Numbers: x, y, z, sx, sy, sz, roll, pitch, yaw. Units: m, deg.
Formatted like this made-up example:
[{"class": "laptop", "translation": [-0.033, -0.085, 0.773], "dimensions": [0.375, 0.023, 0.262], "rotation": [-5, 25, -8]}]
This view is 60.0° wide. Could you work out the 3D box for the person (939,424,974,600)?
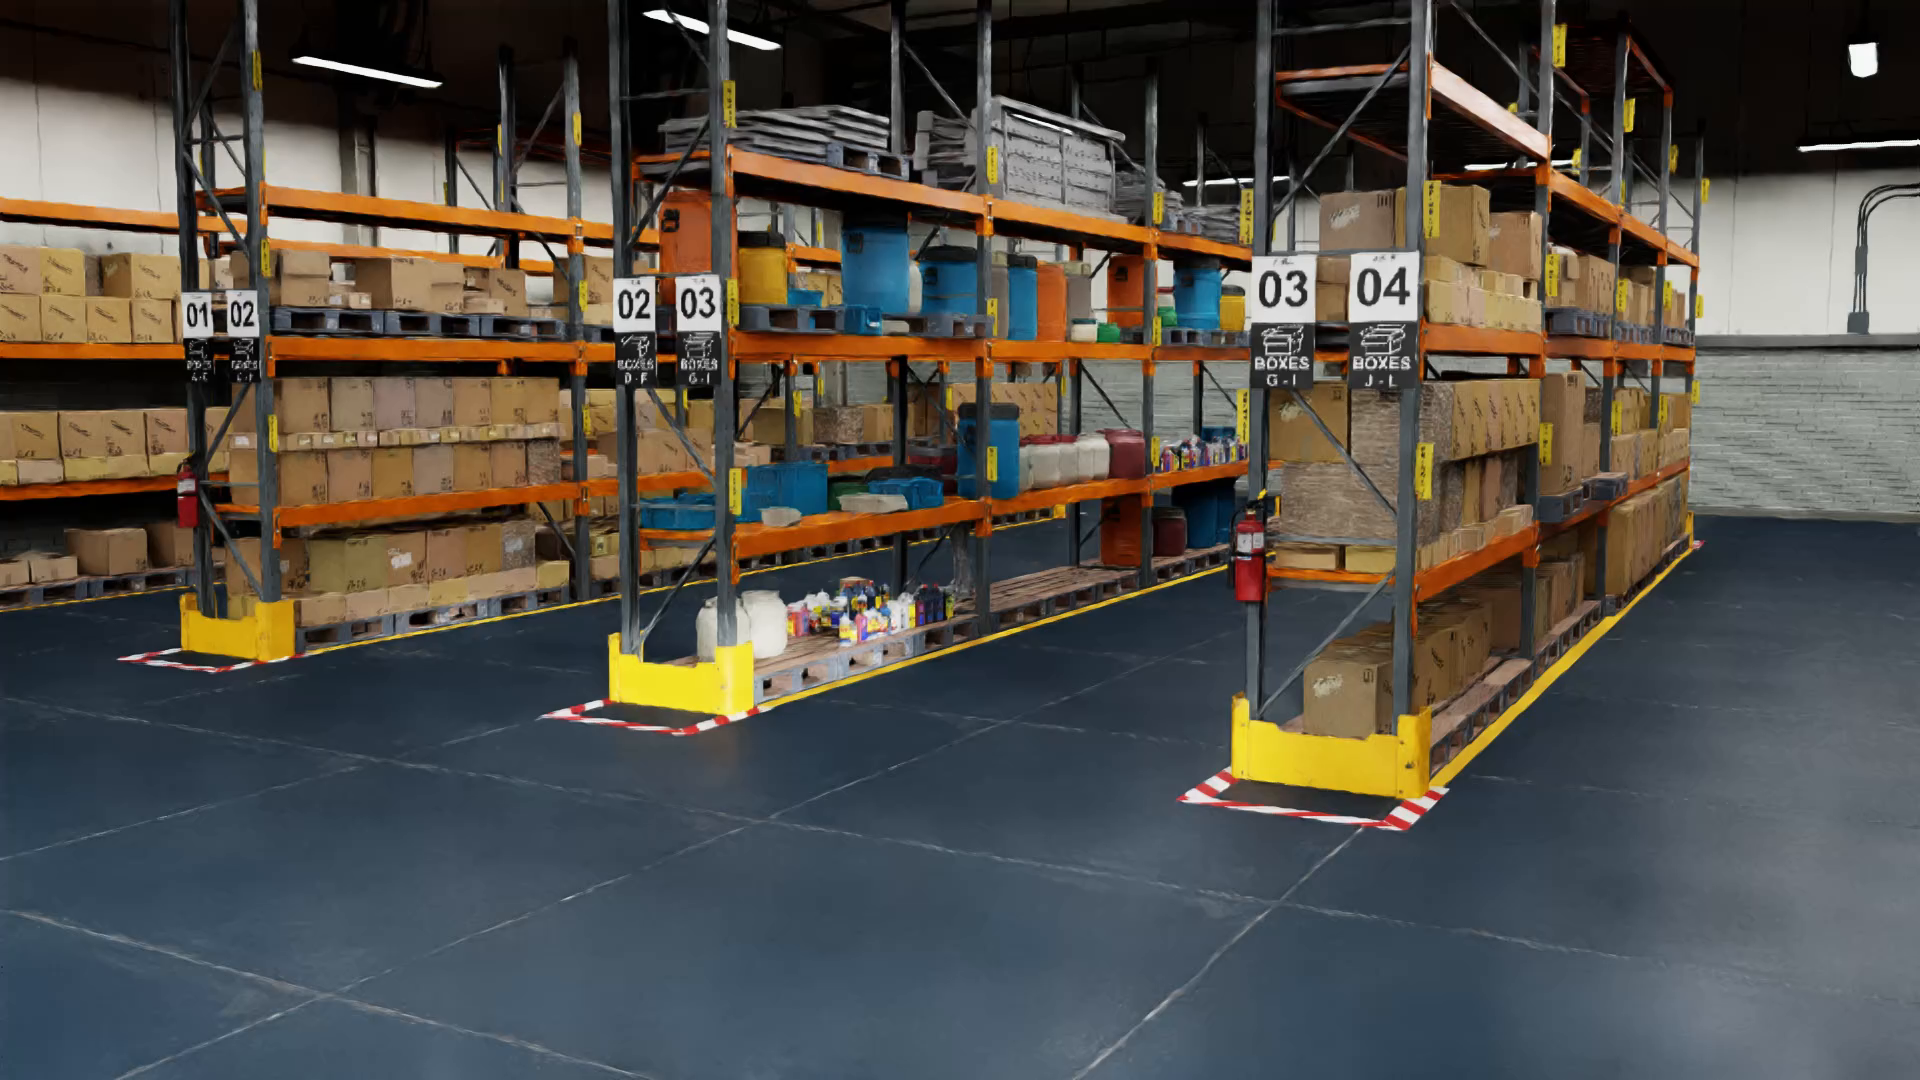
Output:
[{"class": "person", "translation": [-0.037, -0.297, 16.718], "dimensions": [0.497, 1.764, 0.651], "rotation": [2, 6, 23]}]
